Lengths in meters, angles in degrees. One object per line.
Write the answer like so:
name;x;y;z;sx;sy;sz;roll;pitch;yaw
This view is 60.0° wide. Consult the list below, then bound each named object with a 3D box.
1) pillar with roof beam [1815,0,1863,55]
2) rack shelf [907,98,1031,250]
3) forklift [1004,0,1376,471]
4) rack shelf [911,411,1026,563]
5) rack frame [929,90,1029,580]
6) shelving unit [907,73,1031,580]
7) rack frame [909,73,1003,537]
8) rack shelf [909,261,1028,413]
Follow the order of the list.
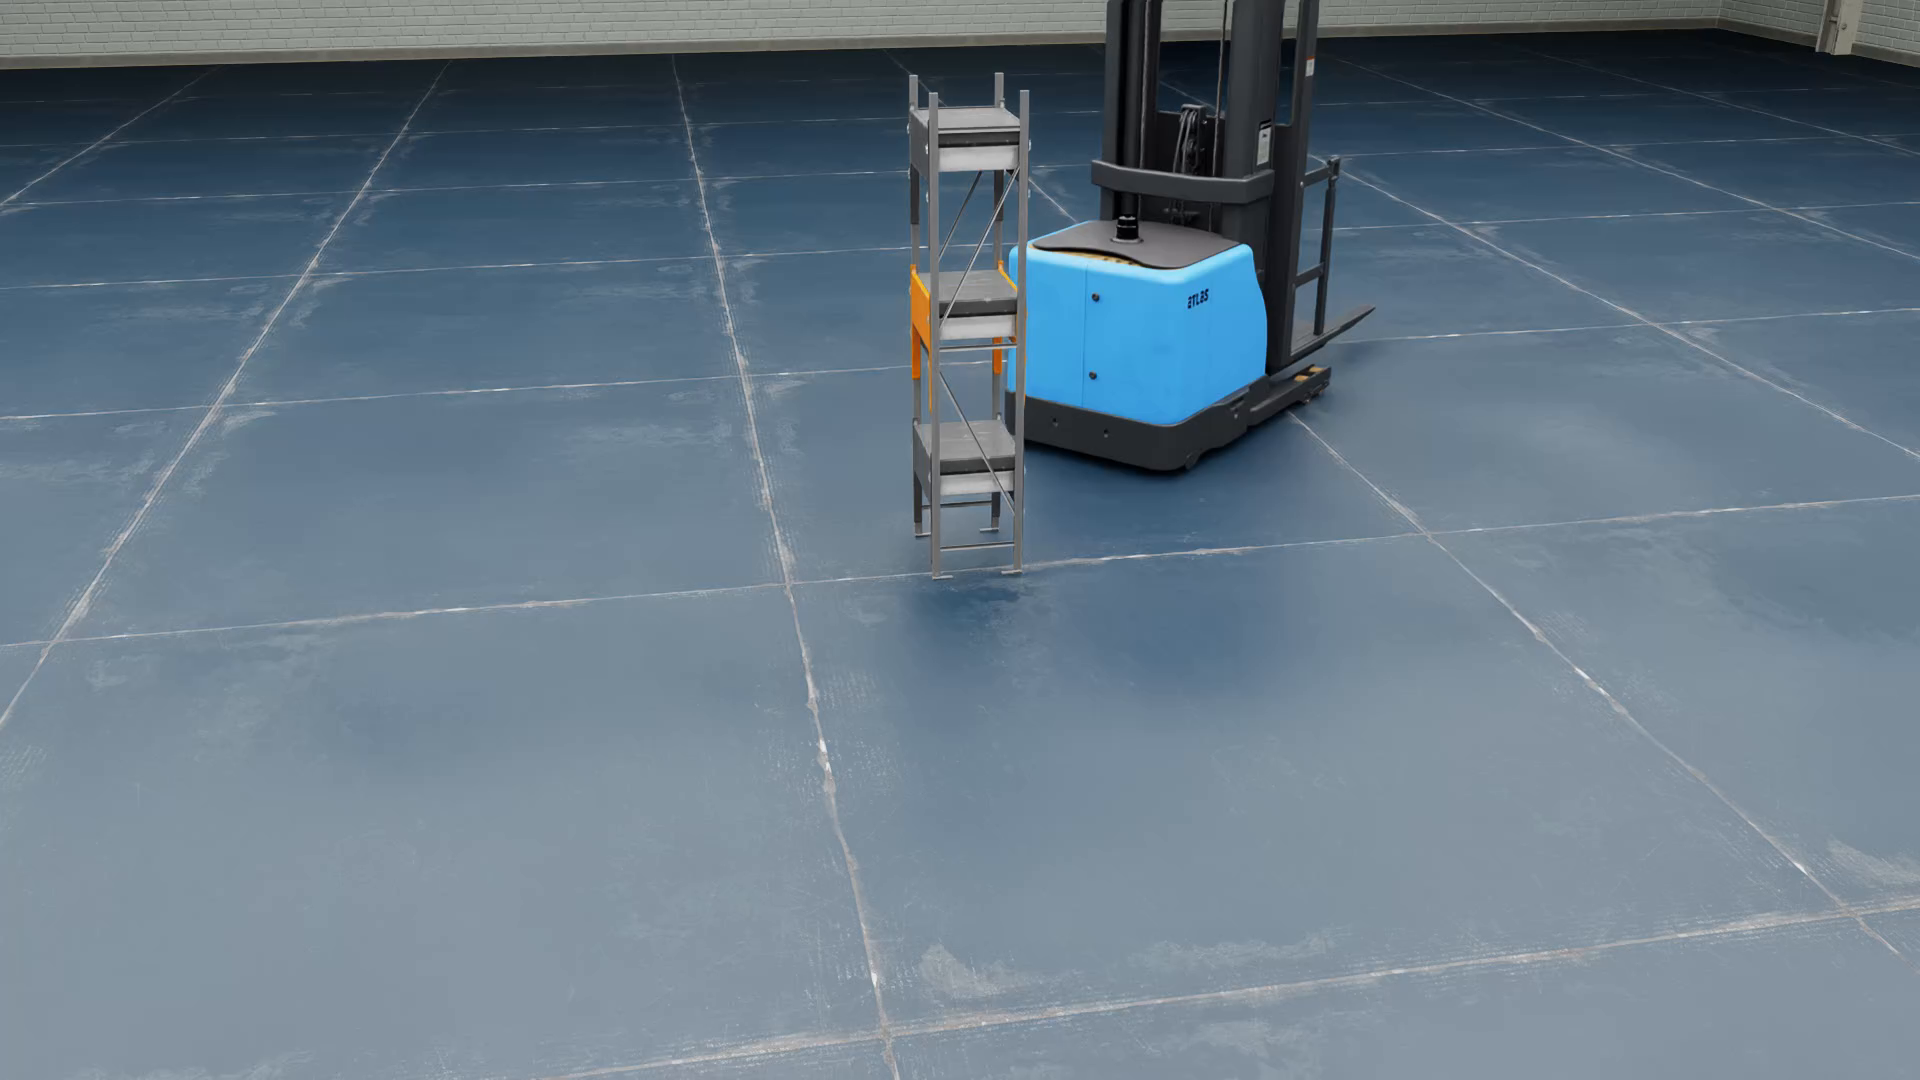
pillar with roof beam;8.145;-10.710;21.029;9.100;9.000;0.400;-4;24;-10
rack shelf;0.031;-1.526;6.906;0.431;0.518;0.480;-4;24;-10
forklift;1.504;-2.223;9.179;1.130;2.935;3.031;16;28;32
rack shelf;0.031;-0.243;7.466;0.431;0.518;0.480;-4;24;-10
rack frame;0.076;-0.801;6.961;0.400;2.100;0.015;-4;24;-10
shelving unit;0.031;-0.897;7.181;0.431;2.100;0.503;-4;24;-10
rack frame;-0.015;-0.993;7.400;0.400;2.100;0.015;-4;24;-10
rack shelf;0.031;-0.885;7.186;0.431;0.518;0.480;-4;24;-10
